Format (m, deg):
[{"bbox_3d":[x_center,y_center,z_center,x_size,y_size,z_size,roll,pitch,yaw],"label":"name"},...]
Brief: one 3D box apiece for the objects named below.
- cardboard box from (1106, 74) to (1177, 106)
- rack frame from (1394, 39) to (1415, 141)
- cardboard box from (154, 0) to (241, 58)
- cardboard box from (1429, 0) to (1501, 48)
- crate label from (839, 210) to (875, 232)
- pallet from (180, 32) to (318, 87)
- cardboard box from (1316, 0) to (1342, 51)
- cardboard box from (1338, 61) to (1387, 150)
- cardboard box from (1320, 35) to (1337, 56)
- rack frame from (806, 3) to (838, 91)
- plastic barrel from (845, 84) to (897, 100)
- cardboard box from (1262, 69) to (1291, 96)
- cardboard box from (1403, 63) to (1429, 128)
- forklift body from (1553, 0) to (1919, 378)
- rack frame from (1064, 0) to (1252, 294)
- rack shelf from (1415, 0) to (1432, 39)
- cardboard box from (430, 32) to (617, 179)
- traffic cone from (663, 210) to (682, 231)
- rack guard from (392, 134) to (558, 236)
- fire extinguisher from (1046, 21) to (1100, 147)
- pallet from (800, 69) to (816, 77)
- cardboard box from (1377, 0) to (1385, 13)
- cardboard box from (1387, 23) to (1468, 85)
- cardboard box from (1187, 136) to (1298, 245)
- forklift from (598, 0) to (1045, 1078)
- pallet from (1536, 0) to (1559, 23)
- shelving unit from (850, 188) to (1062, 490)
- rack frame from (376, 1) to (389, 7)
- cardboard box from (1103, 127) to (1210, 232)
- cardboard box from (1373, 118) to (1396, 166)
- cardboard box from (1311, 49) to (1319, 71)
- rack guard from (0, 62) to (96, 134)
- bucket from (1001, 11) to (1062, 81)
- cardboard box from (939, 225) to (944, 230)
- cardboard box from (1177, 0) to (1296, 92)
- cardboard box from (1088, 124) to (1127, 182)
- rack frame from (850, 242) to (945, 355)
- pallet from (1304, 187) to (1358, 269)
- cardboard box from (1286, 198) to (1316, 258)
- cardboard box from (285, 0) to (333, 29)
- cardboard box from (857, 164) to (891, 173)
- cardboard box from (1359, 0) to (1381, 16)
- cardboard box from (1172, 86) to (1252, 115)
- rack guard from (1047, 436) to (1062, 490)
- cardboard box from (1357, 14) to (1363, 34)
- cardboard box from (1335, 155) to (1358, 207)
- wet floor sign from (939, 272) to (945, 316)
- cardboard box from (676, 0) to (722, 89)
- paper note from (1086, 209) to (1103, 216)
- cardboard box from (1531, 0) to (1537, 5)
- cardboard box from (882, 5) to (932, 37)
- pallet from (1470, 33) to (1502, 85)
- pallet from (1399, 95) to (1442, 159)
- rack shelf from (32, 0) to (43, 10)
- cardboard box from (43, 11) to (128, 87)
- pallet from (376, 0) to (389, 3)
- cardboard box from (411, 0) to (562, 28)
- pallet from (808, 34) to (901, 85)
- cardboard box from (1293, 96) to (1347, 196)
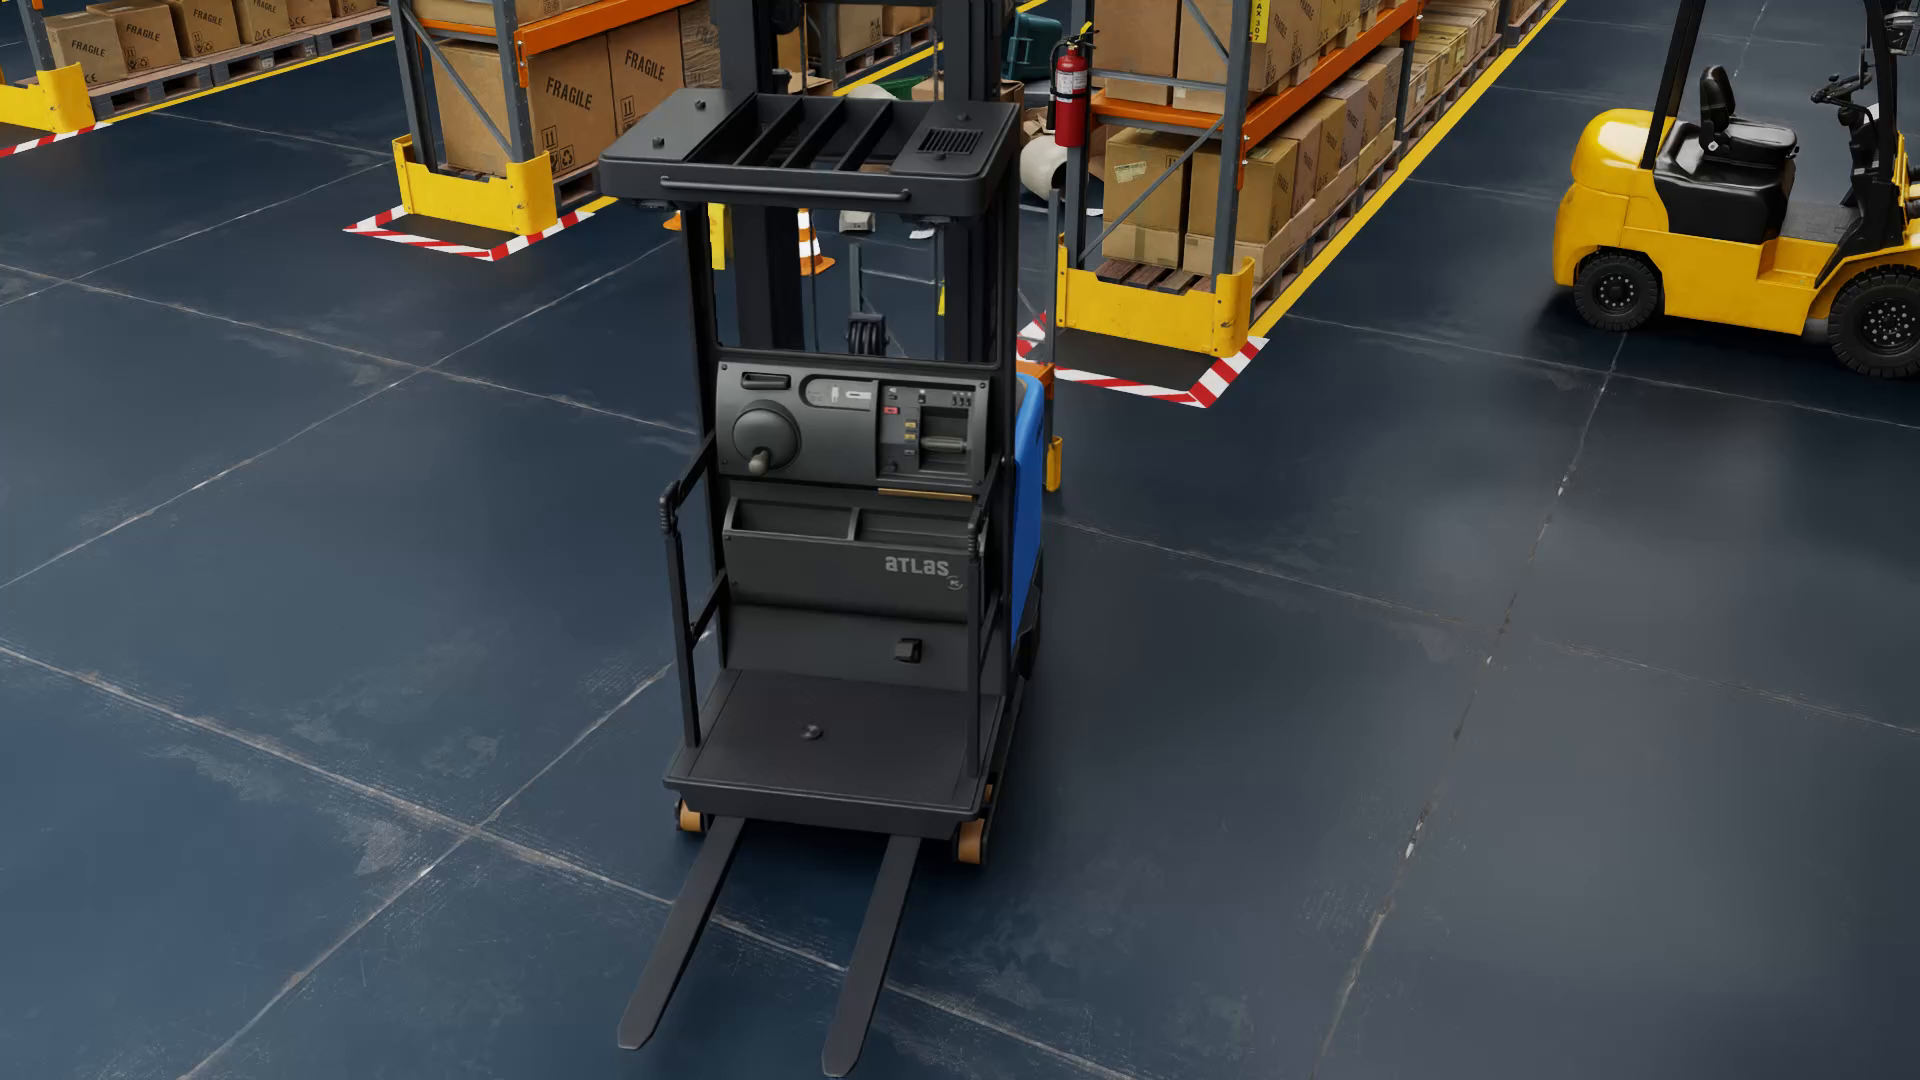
[{"bbox_3d":[1.062,-2.619,9.550,0.380,0.149,0.250,15,33,25],"label":"cardboard box"},{"bbox_3d":[2.904,-4.287,12.203,1.000,3.000,0.127,14,33,23],"label":"rack frame"},{"bbox_3d":[-6.897,-4.679,14.974,0.500,0.500,0.500,18,34,28],"label":"cardboard box"},{"bbox_3d":[4.460,-4.854,15.408,0.950,0.372,0.625,12,32,20],"label":"cardboard box"},{"bbox_3d":[-0.711,-2.219,11.477,0.250,0.136,0.298,-1,30,-3],"label":"crate label"},{"bbox_3d":[-6.747,-4.477,15.334,1.003,0.211,1.213,14,33,23],"label":"pallet"},{"bbox_3d":[2.008,-3.289,10.067,0.500,0.500,0.500,14,33,22],"label":"cardboard box"},{"bbox_3d":[2.643,-3.053,11.640,0.500,0.500,0.500,15,33,24],"label":"cardboard box"},{"bbox_3d":[2.174,-3.188,10.541,0.380,0.149,0.250,13,32,22],"label":"cardboard box"},{"bbox_3d":[-1.549,-5.365,14.080,1.000,3.000,0.127,14,33,23],"label":"rack frame"},{"bbox_3d":[-0.700,-3.397,13.240,0.421,0.421,0.512,-12,32,-20],"label":"plastic barrel"},{"bbox_3d":[1.716,-2.722,9.731,0.380,0.149,0.250,13,32,22],"label":"cardboard box"},{"bbox_3d":[3.140,-3.562,13.158,0.950,0.372,0.625,15,33,24],"label":"cardboard box"},{"bbox_3d":[4.742,-2.275,9.553,2.313,2.155,1.214,14,33,23],"label":"forklift body"},{"bbox_3d":[1.082,-2.513,9.115,1.000,3.000,0.127,14,33,23],"label":"rack frame"},{"bbox_3d":[3.815,-4.861,13.926,1.077,0.370,4.000,14,33,23],"label":"rack shelf"},{"bbox_3d":[-3.121,-3.168,11.966,0.875,0.875,0.875,14,33,24],"label":"cardboard box"},{"bbox_3d":[-1.865,-2.405,11.473,0.336,0.463,0.334,14,33,23],"label":"traffic cone"},{"bbox_3d":[-3.382,-2.497,11.596,1.175,0.500,0.348,14,33,23],"label":"rack guard"},{"bbox_3d":[0.619,-2.534,9.228,0.296,0.674,0.183,14,33,23],"label":"fire extinguisher"},{"bbox_3d":[-1.965,-3.836,14.218,1.003,0.211,1.213,14,33,23],"label":"pallet"},{"bbox_3d":[2.733,-3.756,11.531,0.380,0.149,0.250,14,33,24],"label":"cardboard box"},{"bbox_3d":[3.780,-4.190,14.252,0.950,0.372,0.625,15,33,25],"label":"cardboard box"},{"bbox_3d":[1.706,-2.134,10.040,0.500,0.500,0.500,13,32,22],"label":"cardboard box"},{"bbox_3d":[-0.398,-0.339,5.396,1.130,2.935,3.031,5,30,8],"label":"forklift"},{"bbox_3d":[5.709,-5.722,17.502,1.003,0.211,1.213,14,33,23],"label":"pallet"},{"bbox_3d":[0.002,-0.754,7.556,0.587,1.500,1.083,14,33,22],"label":"shelving unit"},{"bbox_3d":[-5.918,-6.535,16.117,1.000,3.000,0.127,14,33,23],"label":"rack frame"},{"bbox_3d":[1.214,-2.243,10.230,0.500,0.500,0.500,15,33,24],"label":"cardboard box"},{"bbox_3d":[2.874,-2.953,12.220,0.500,0.250,0.500,16,33,25],"label":"cardboard box"},{"bbox_3d":[1.961,-2.947,10.122,0.380,0.149,0.250,15,33,25],"label":"cardboard box"},{"bbox_3d":[-7.706,-3.711,13.711,1.175,0.500,0.348,14,33,23],"label":"rack guard"},{"bbox_3d":[0.442,-4.021,13.501,0.620,0.611,0.726,-14,31,-42],"label":"bucket"},{"bbox_3d":[-0.120,-2.316,11.634,0.250,0.149,0.380,-18,34,-28],"label":"cardboard box"},{"bbox_3d":[1.544,-2.833,9.272,0.500,0.500,0.500,14,33,23],"label":"cardboard box"},{"bbox_3d":[1.204,-3.037,12.535,0.500,0.500,0.500,-12,32,-20],"label":"cardboard box"},{"bbox_3d":[-0.225,-0.522,7.153,0.500,1.500,0.032,14,33,22],"label":"rack frame"},{"bbox_3d":[2.075,-2.229,11.419,1.003,0.211,1.213,14,33,23],"label":"pallet"},{"bbox_3d":[1.934,-2.023,10.599,0.500,0.250,0.500,16,33,25],"label":"cardboard box"},{"bbox_3d":[-6.390,-5.209,15.897,0.500,0.500,0.500,-26,39,-37],"label":"cardboard box"},{"bbox_3d":[-0.372,-2.784,12.092,0.797,0.503,0.637,-7,31,-11],"label":"cardboard box"},{"bbox_3d":[2.462,-3.745,10.860,0.500,0.500,0.500,15,33,25],"label":"cardboard box"},{"bbox_3d":[1.421,-2.508,9.358,0.380,0.149,0.250,14,33,23],"label":"cardboard box"},{"bbox_3d":[0.221,-0.434,8.255,0.587,0.250,0.087,14,33,22],"label":"rack guard"},{"bbox_3d":[2.426,-3.408,10.925,0.380,0.149,0.250,14,33,22],"label":"cardboard box"},{"bbox_3d":[2.404,-2.491,11.414,0.500,0.250,0.500,15,33,24],"label":"cardboard box"},{"bbox_3d":[0.042,-1.651,9.977,0.232,0.644,0.267,-25,38,-36],"label":"wet floor sign"},{"bbox_3d":[-2.305,-3.962,13.349,0.875,0.875,0.875,15,33,24],"label":"cardboard box"},{"bbox_3d":[0.942,-2.330,11.777,0.142,0.019,0.148,4,30,6],"label":"paper note"},{"bbox_3d":[5.525,-6.002,16.902,0.875,0.875,0.875,15,33,24],"label":"cardboard box"},{"bbox_3d":[-0.903,-5.294,15.794,1.050,0.750,0.750,14,33,23],"label":"cardboard box"},{"bbox_3d":[4.369,-4.505,15.382,1.003,0.211,1.213,14,33,23],"label":"pallet"},{"bbox_3d":[3.257,-3.423,13.499,1.003,0.211,1.213,14,33,23],"label":"pallet"},{"bbox_3d":[-6.829,-5.336,14.753,1.077,0.370,4.000,14,33,23],"label":"rack shelf"},{"bbox_3d":[-7.441,-4.133,14.023,0.500,0.500,0.500,21,36,32],"label":"cardboard box"},{"bbox_3d":[-5.565,-5.671,17.413,1.003,0.211,1.213,14,33,23],"label":"pallet"},{"bbox_3d":[-3.242,-3.831,11.259,0.875,0.550,0.550,14,33,23],"label":"cardboard box"},{"bbox_3d":[-1.264,-4.515,15.400,1.003,0.211,1.213,14,33,23],"label":"pallet"},{"bbox_3d":[2.176,-2.587,10.829,0.500,0.500,0.500,15,33,24],"label":"cardboard box"}]
